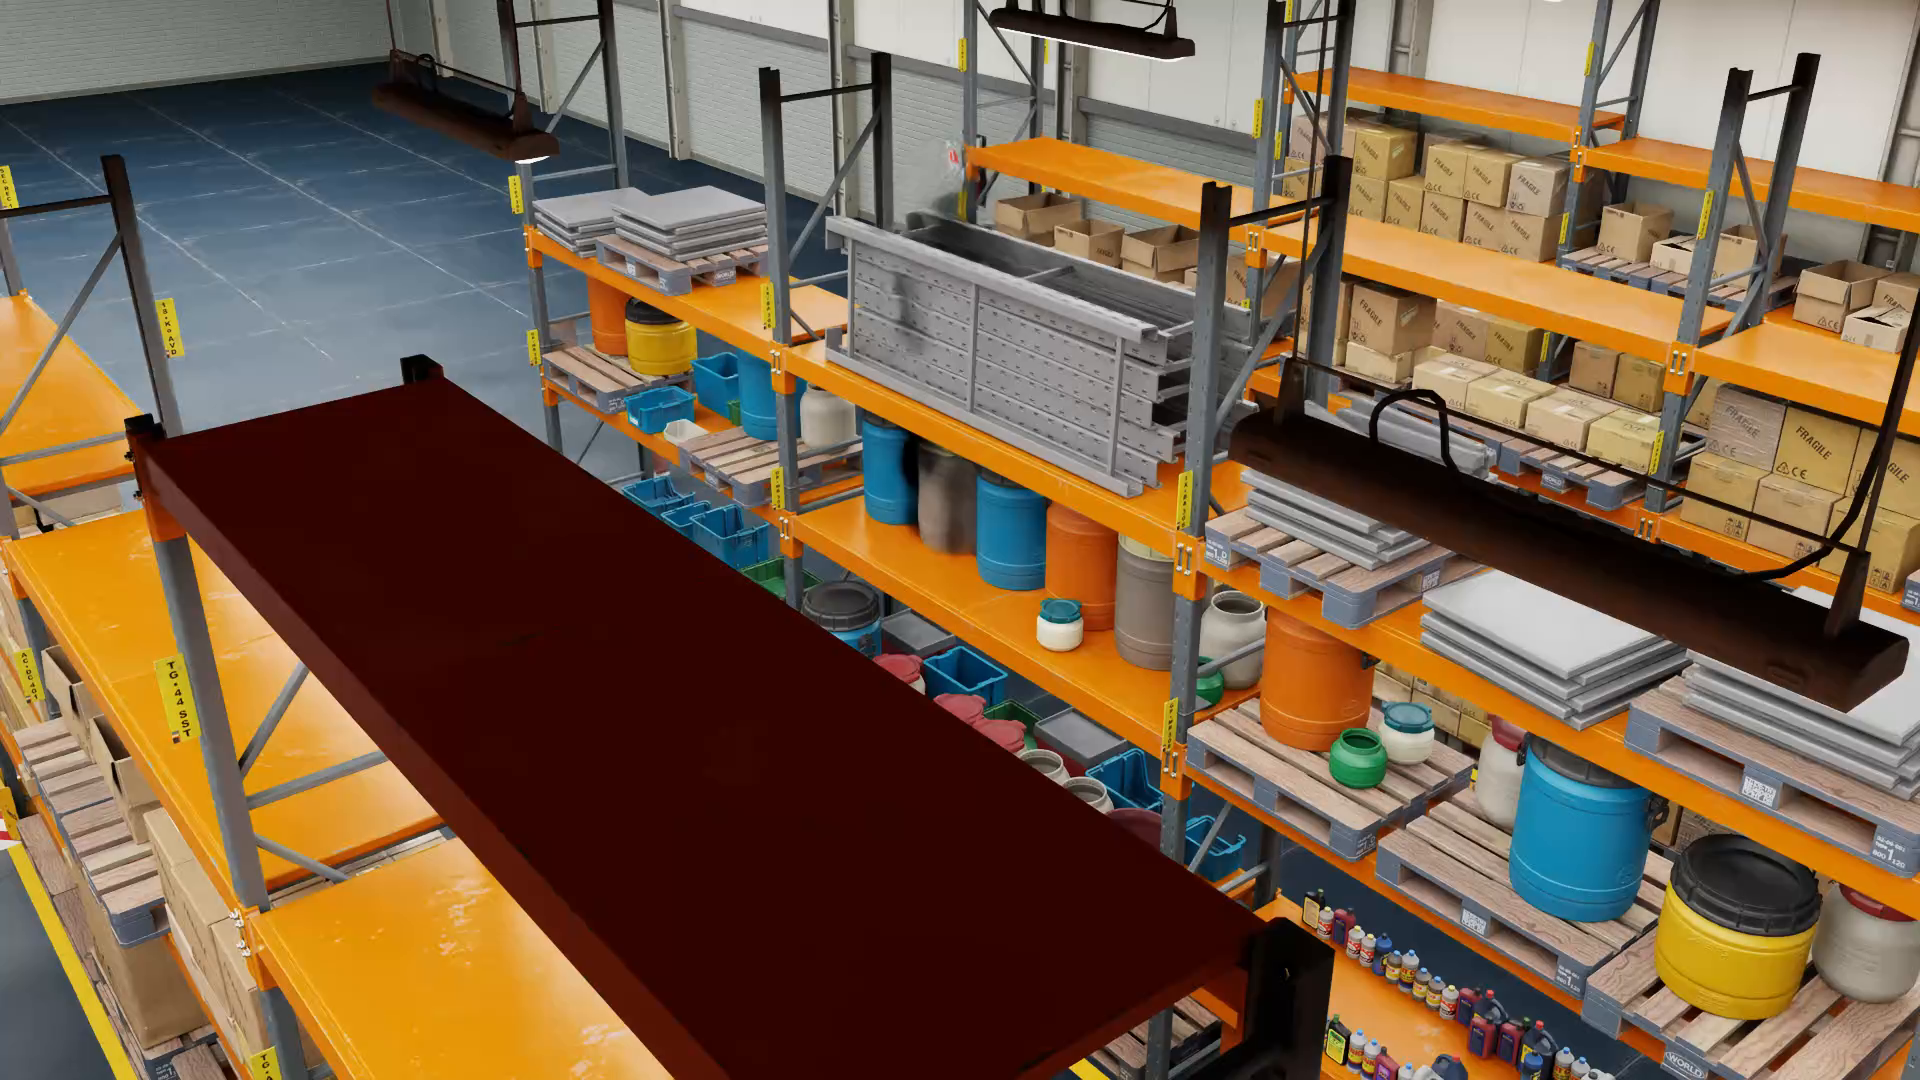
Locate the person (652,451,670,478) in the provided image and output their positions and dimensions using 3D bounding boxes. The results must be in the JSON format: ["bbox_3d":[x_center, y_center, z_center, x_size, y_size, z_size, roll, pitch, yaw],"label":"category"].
[{"bbox_3d":[-3.458,-1.491,19.503,0.623,1.622,0.572,-7,27,-13],"label":"person"}]
